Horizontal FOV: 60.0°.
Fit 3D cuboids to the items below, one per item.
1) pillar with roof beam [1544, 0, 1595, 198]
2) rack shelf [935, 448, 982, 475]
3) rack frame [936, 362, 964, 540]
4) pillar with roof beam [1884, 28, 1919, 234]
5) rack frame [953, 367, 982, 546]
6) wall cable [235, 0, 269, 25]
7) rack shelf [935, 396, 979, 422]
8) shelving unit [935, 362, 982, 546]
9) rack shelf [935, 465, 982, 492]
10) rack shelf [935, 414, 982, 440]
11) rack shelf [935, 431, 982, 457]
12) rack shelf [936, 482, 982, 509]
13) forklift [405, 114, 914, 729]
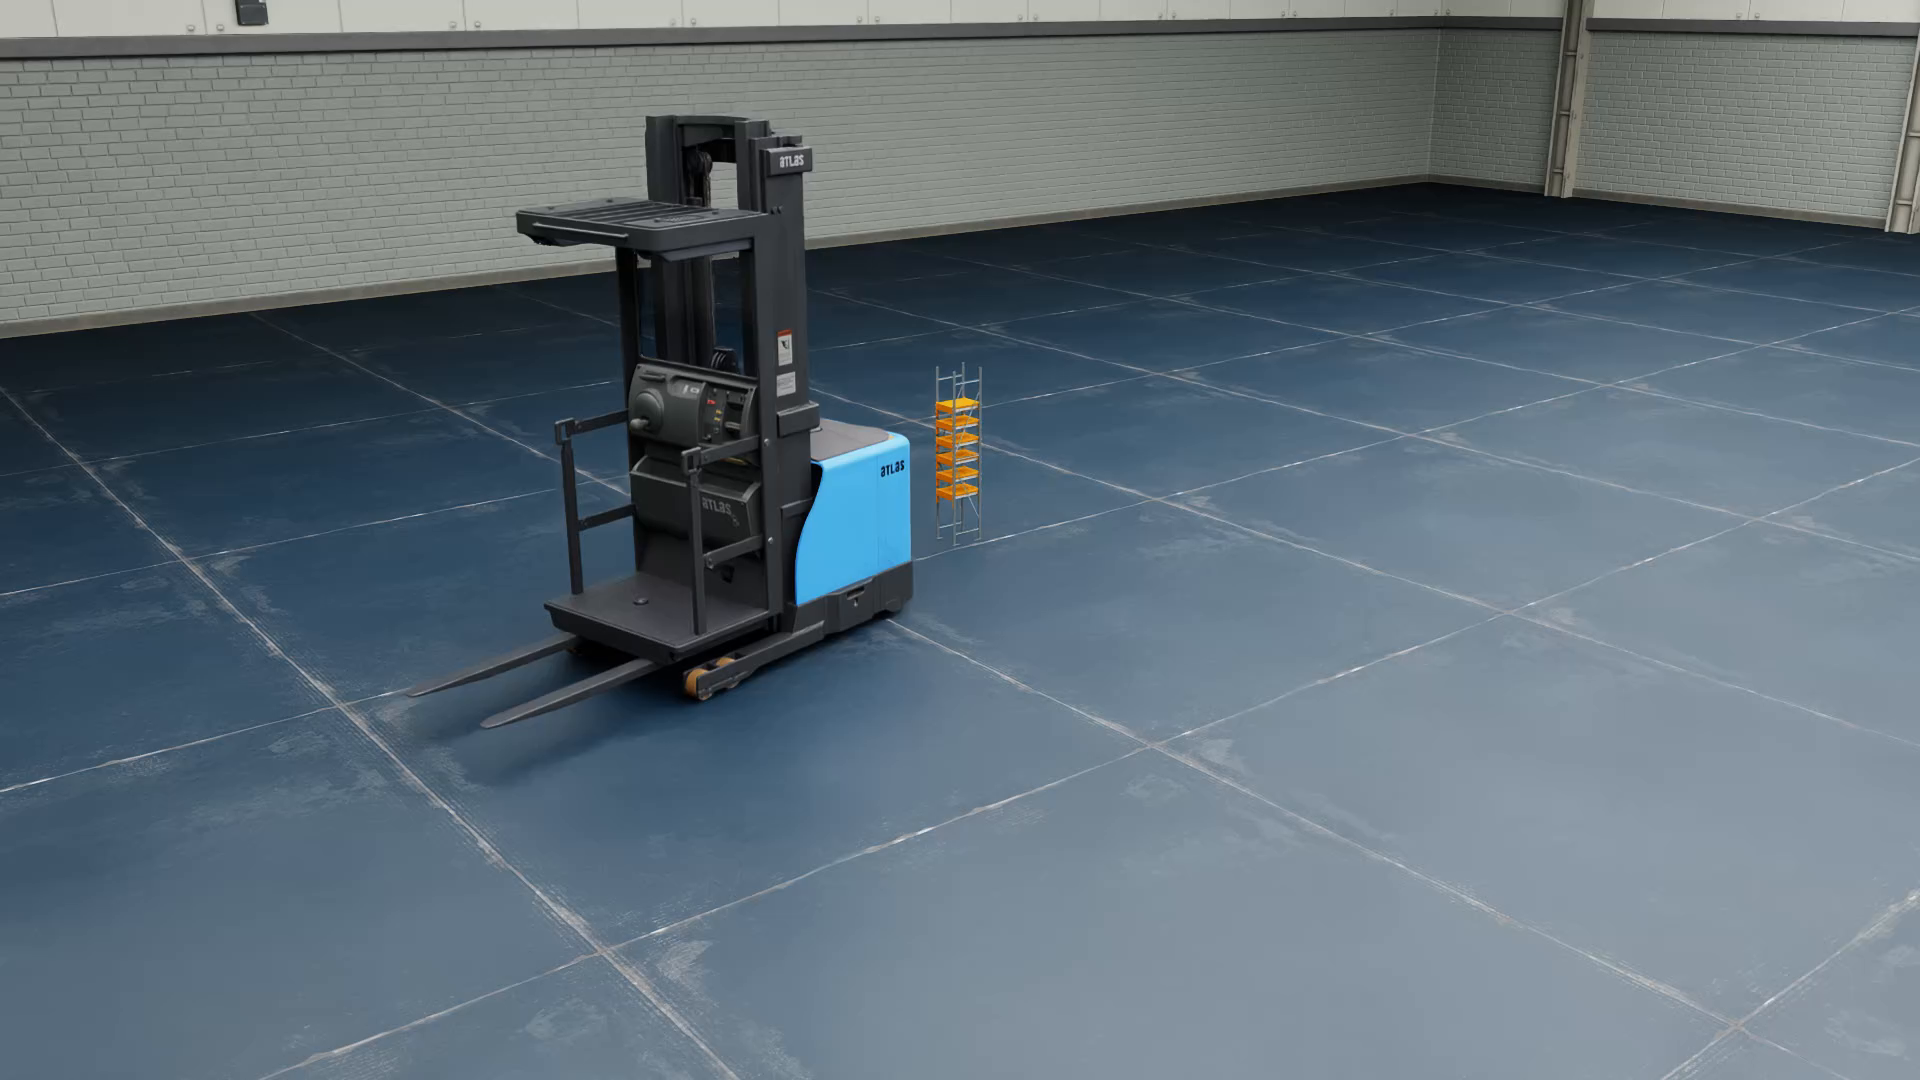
[{"bbox_3d":[7.517,-9.693,26.320,9.100,9.000,0.400,-14,23,-36],"label":"pillar with roof beam"},{"bbox_3d":[-0.009,-0.531,11.199,0.258,0.103,0.180,-14,23,-36],"label":"rack shelf"},{"bbox_3d":[-0.066,-0.596,11.253,0.240,1.200,0.006,-14,23,-36],"label":"rack frame"},{"bbox_3d":[11.242,-8.215,21.855,9.100,9.000,0.400,-14,23,-36],"label":"pillar with roof beam"},{"bbox_3d":[0.048,-0.551,11.117,0.240,1.200,0.006,-14,23,-36],"label":"rack frame"},{"bbox_3d":[-7.142,-8.833,18.312,2.305,6.003,0.169,-14,23,-36],"label":"wall cable"},{"bbox_3d":[-0.009,-0.873,11.085,0.258,0.103,0.180,-14,23,-36],"label":"rack shelf"},{"bbox_3d":[-0.009,-0.573,11.185,0.258,1.200,0.189,-14,23,-36],"label":"shelving unit"},{"bbox_3d":[-0.009,-0.417,11.236,0.258,0.103,0.180,-14,23,-36],"label":"rack shelf"},{"bbox_3d":[-0.009,-0.759,11.123,0.258,0.103,0.180,-14,23,-36],"label":"rack shelf"},{"bbox_3d":[-0.009,-0.645,11.161,0.258,0.103,0.180,-14,23,-36],"label":"rack shelf"},{"bbox_3d":[-0.009,-0.303,11.274,0.258,0.103,0.180,-14,23,-36],"label":"rack shelf"},{"bbox_3d":[-1.588,-0.719,8.871,1.130,2.935,3.031,14,23,36],"label":"forklift"}]
